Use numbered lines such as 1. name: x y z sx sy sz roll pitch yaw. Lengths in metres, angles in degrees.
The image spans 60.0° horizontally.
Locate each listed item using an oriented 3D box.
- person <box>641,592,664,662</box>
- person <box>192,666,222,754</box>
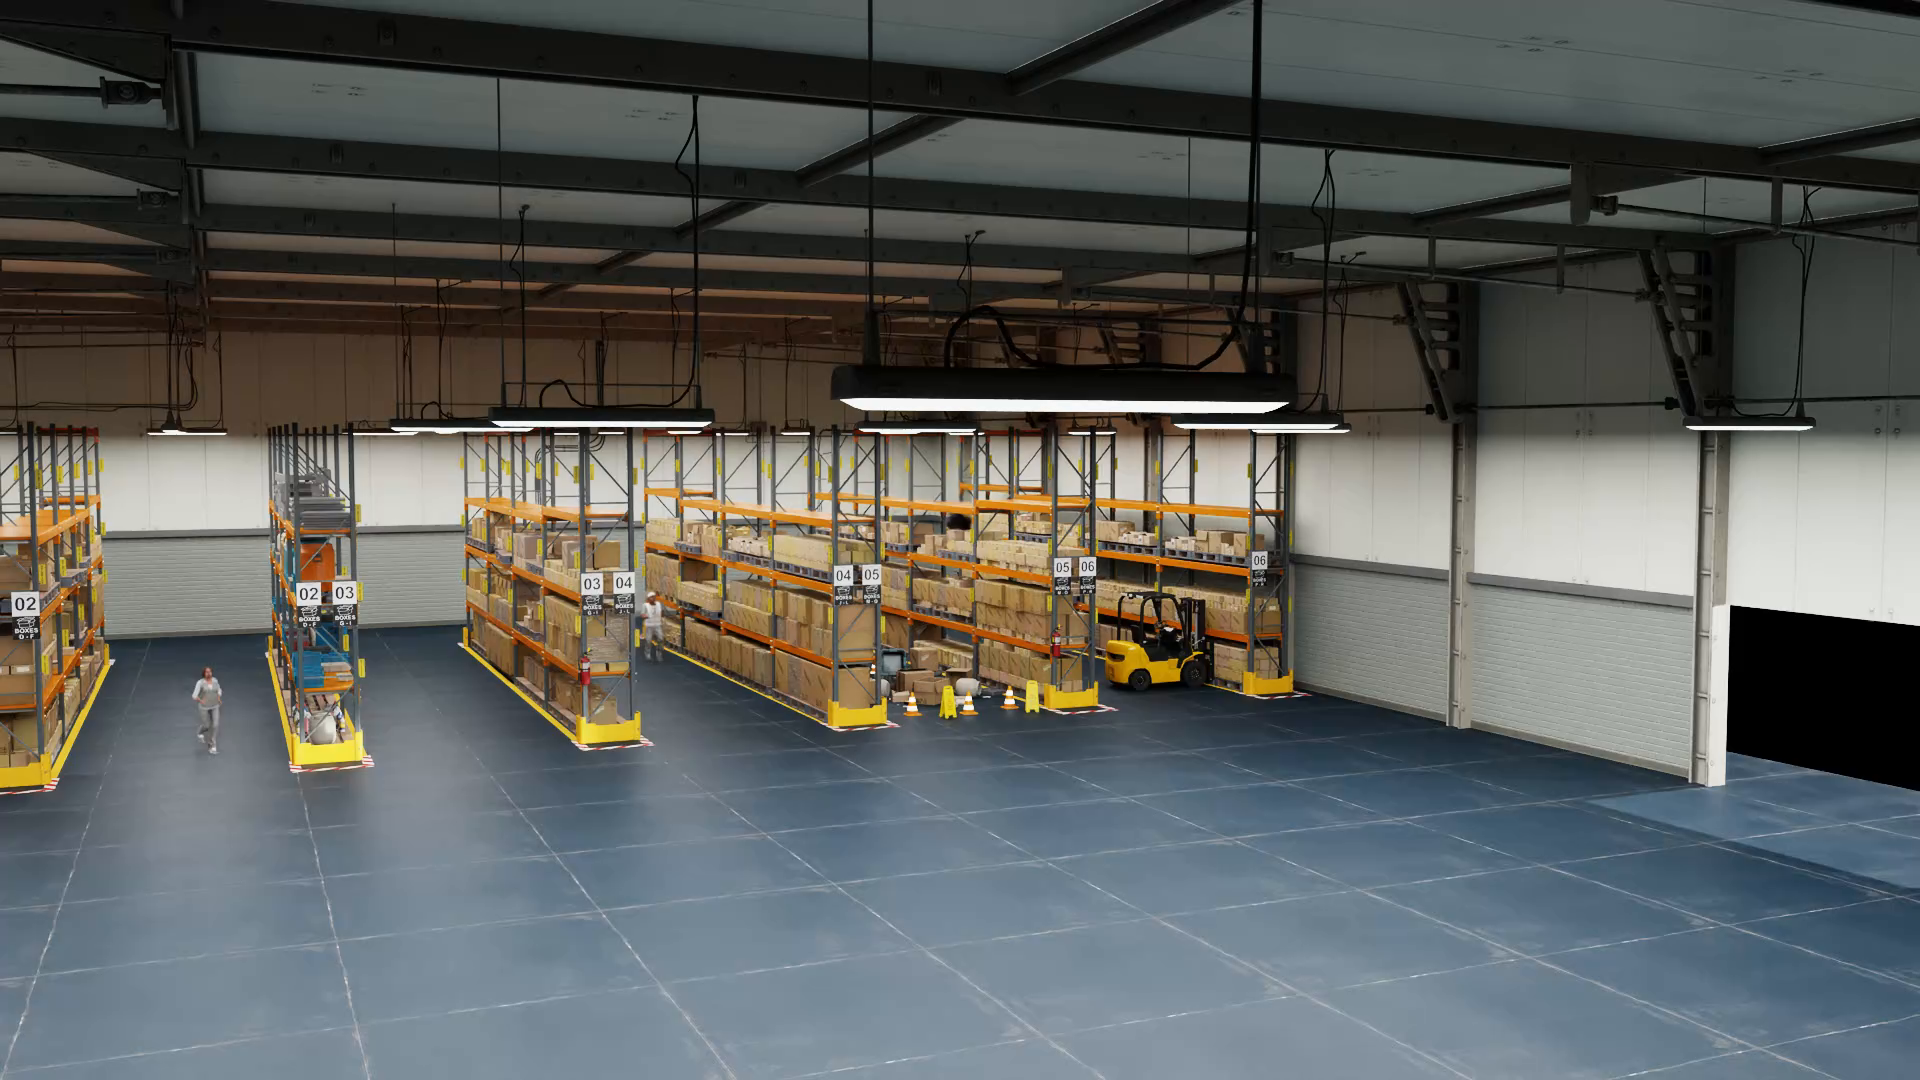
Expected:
1. person: -7.851 2.238 42.597 0.667 1.825 0.739 -2 4 -27
2. person: -13.723 3.085 30.354 0.537 1.585 0.779 -3 5 -42
